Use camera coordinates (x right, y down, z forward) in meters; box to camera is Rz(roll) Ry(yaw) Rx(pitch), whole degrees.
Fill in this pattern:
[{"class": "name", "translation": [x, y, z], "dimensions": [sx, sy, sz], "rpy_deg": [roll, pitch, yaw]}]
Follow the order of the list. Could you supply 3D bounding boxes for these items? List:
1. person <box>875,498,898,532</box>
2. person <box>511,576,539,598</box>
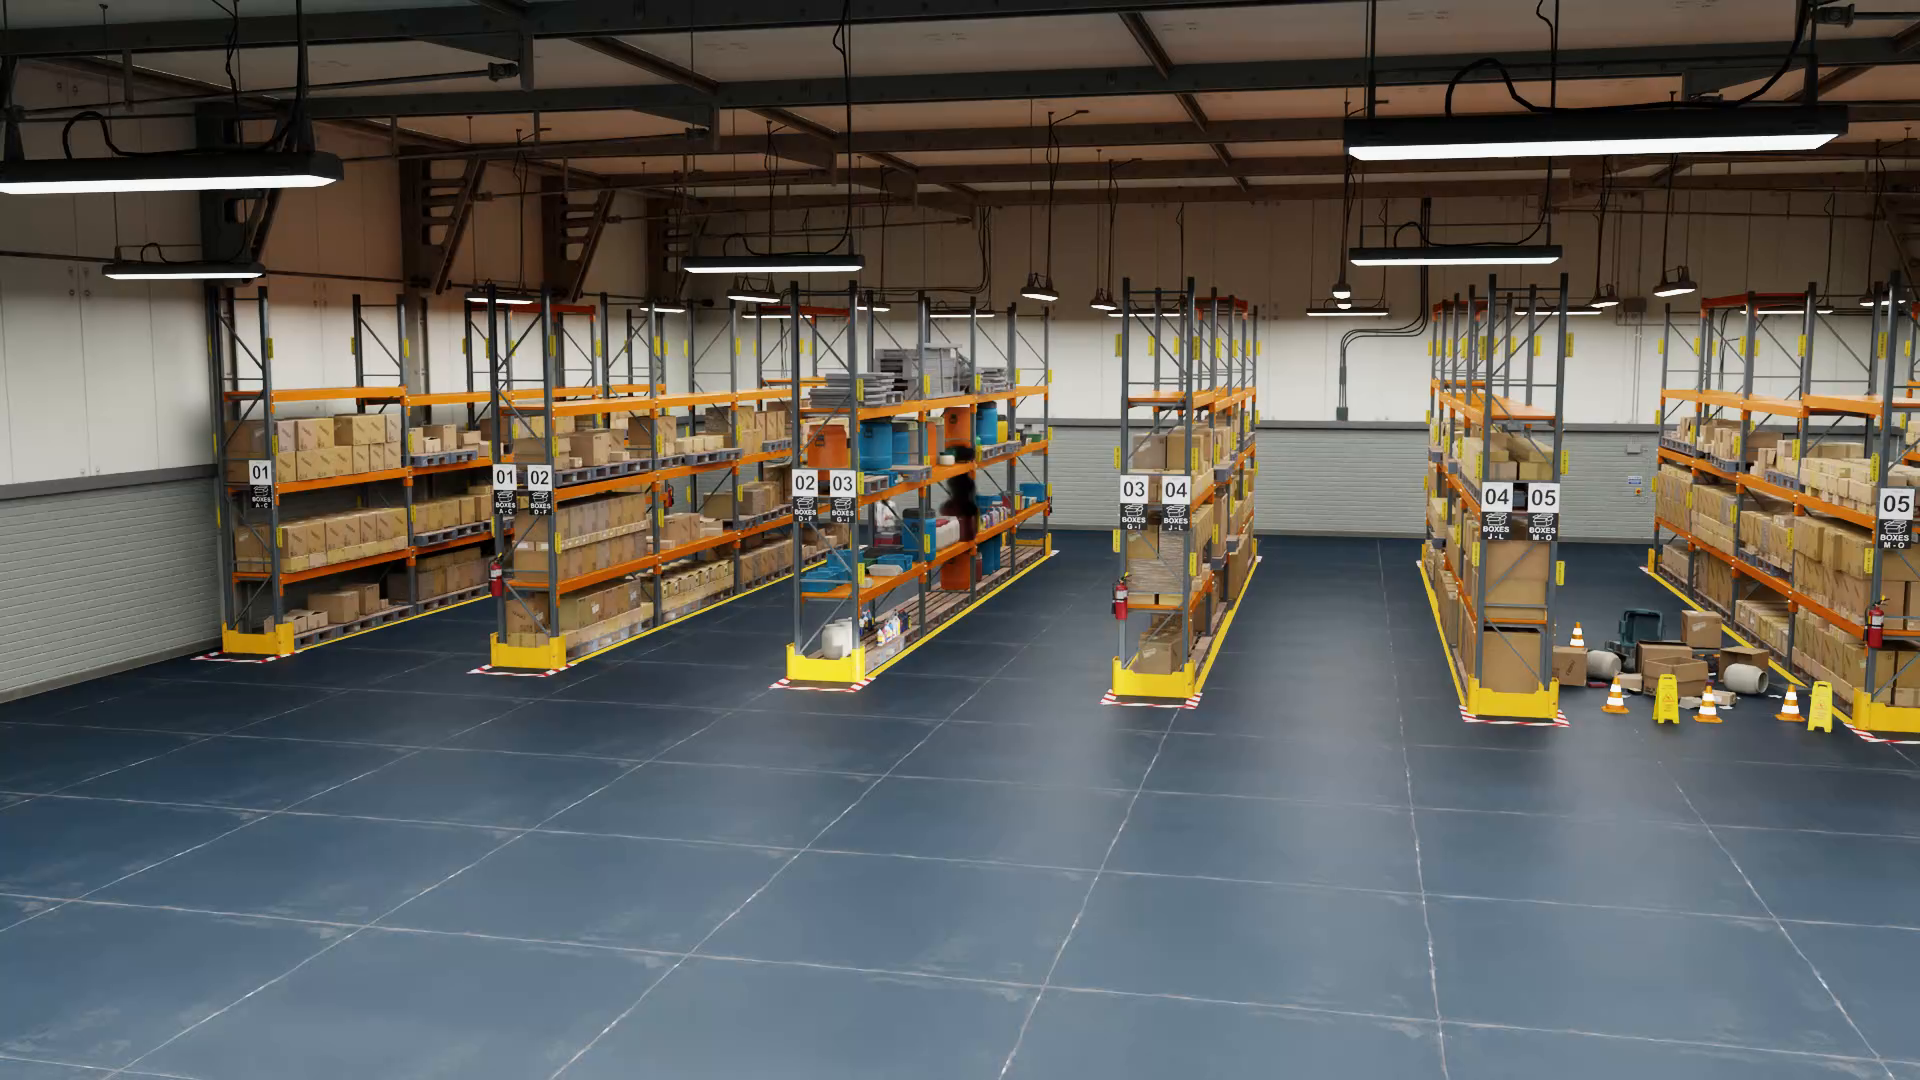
[{"class": "person", "translation": [-1.759, -0.341, 38.885], "dimensions": [0.643, 1.730, 0.651], "rpy_deg": [2, 7, 13]}, {"class": "person", "translation": [-7.769, 0.735, 29.890], "dimensions": [0.762, 1.713, 0.713], "rpy_deg": [-6, 9, -43]}]
